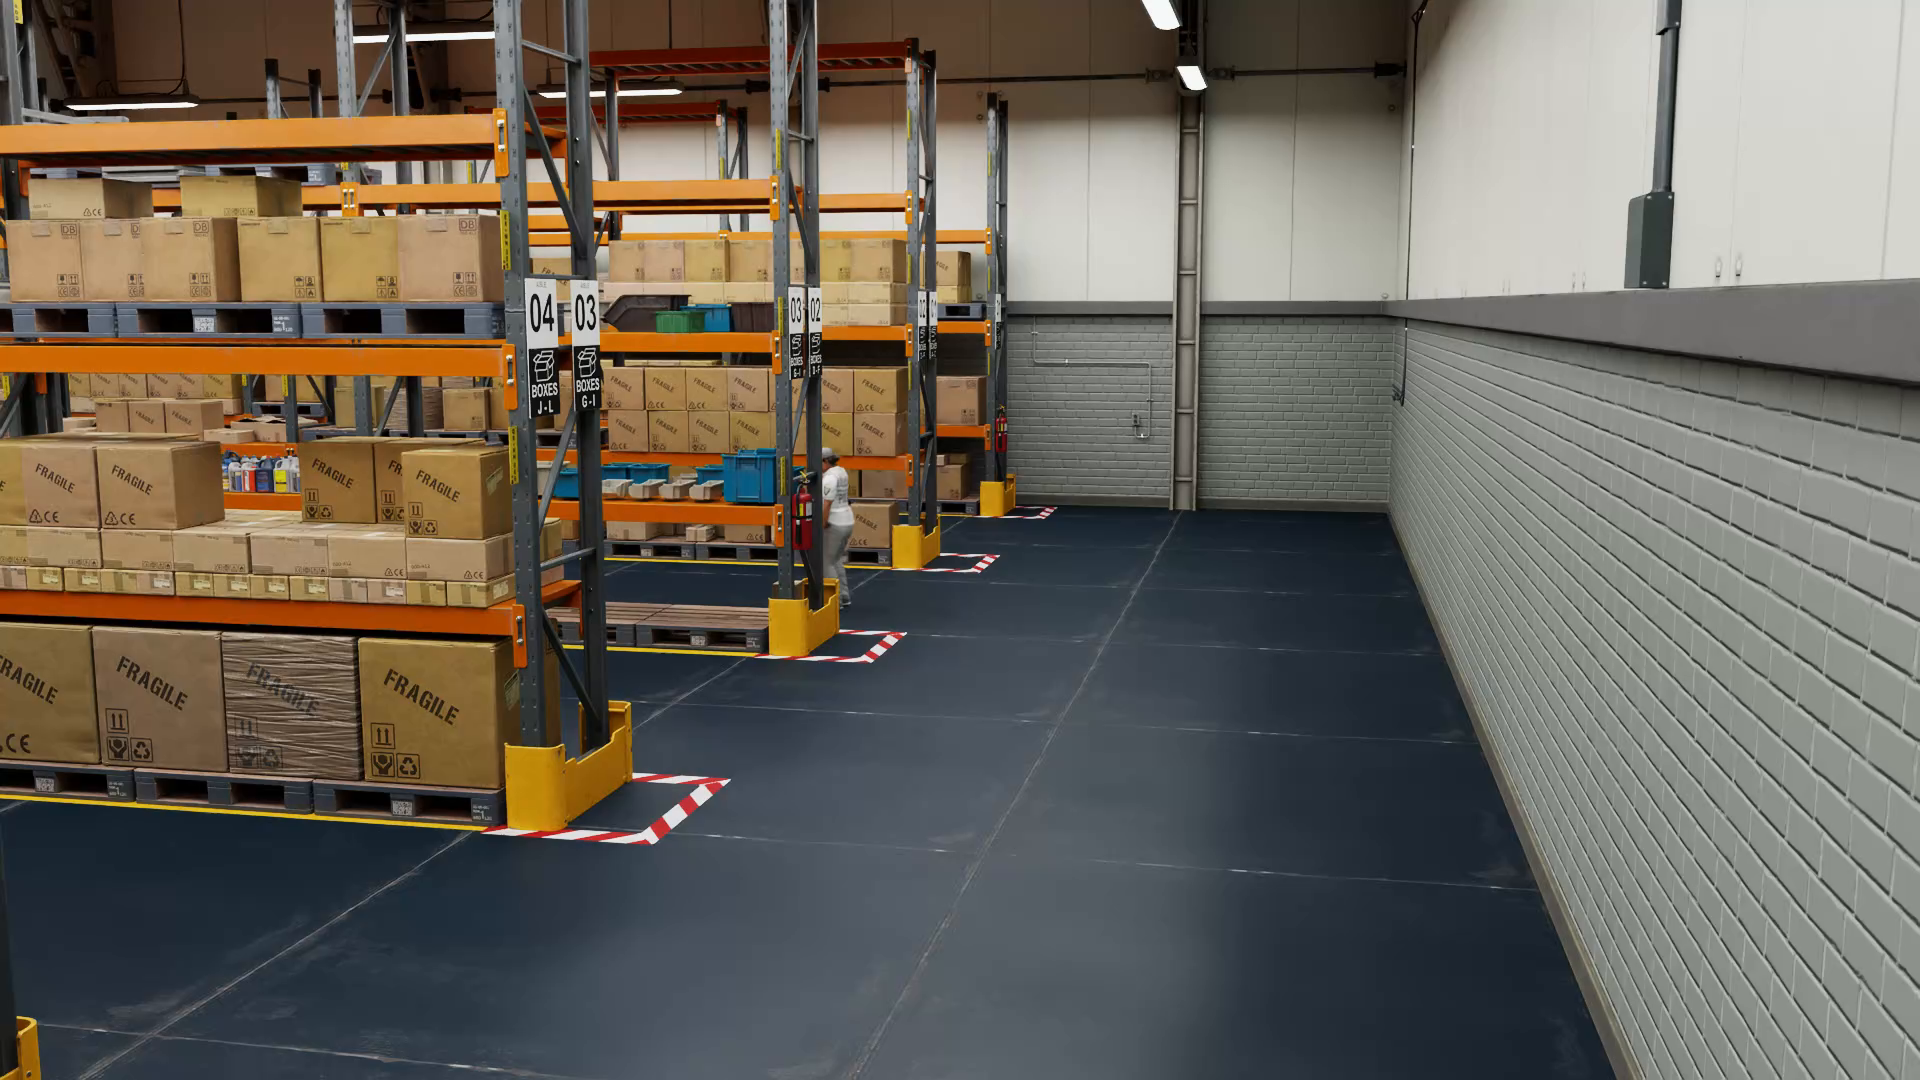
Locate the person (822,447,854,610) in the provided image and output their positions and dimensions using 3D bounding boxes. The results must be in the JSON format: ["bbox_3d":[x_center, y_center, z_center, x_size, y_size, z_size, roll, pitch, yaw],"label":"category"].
[{"bbox_3d":[-1.294,-0.111,16.718,0.428,1.643,0.483,2,8,12],"label":"person"}]
